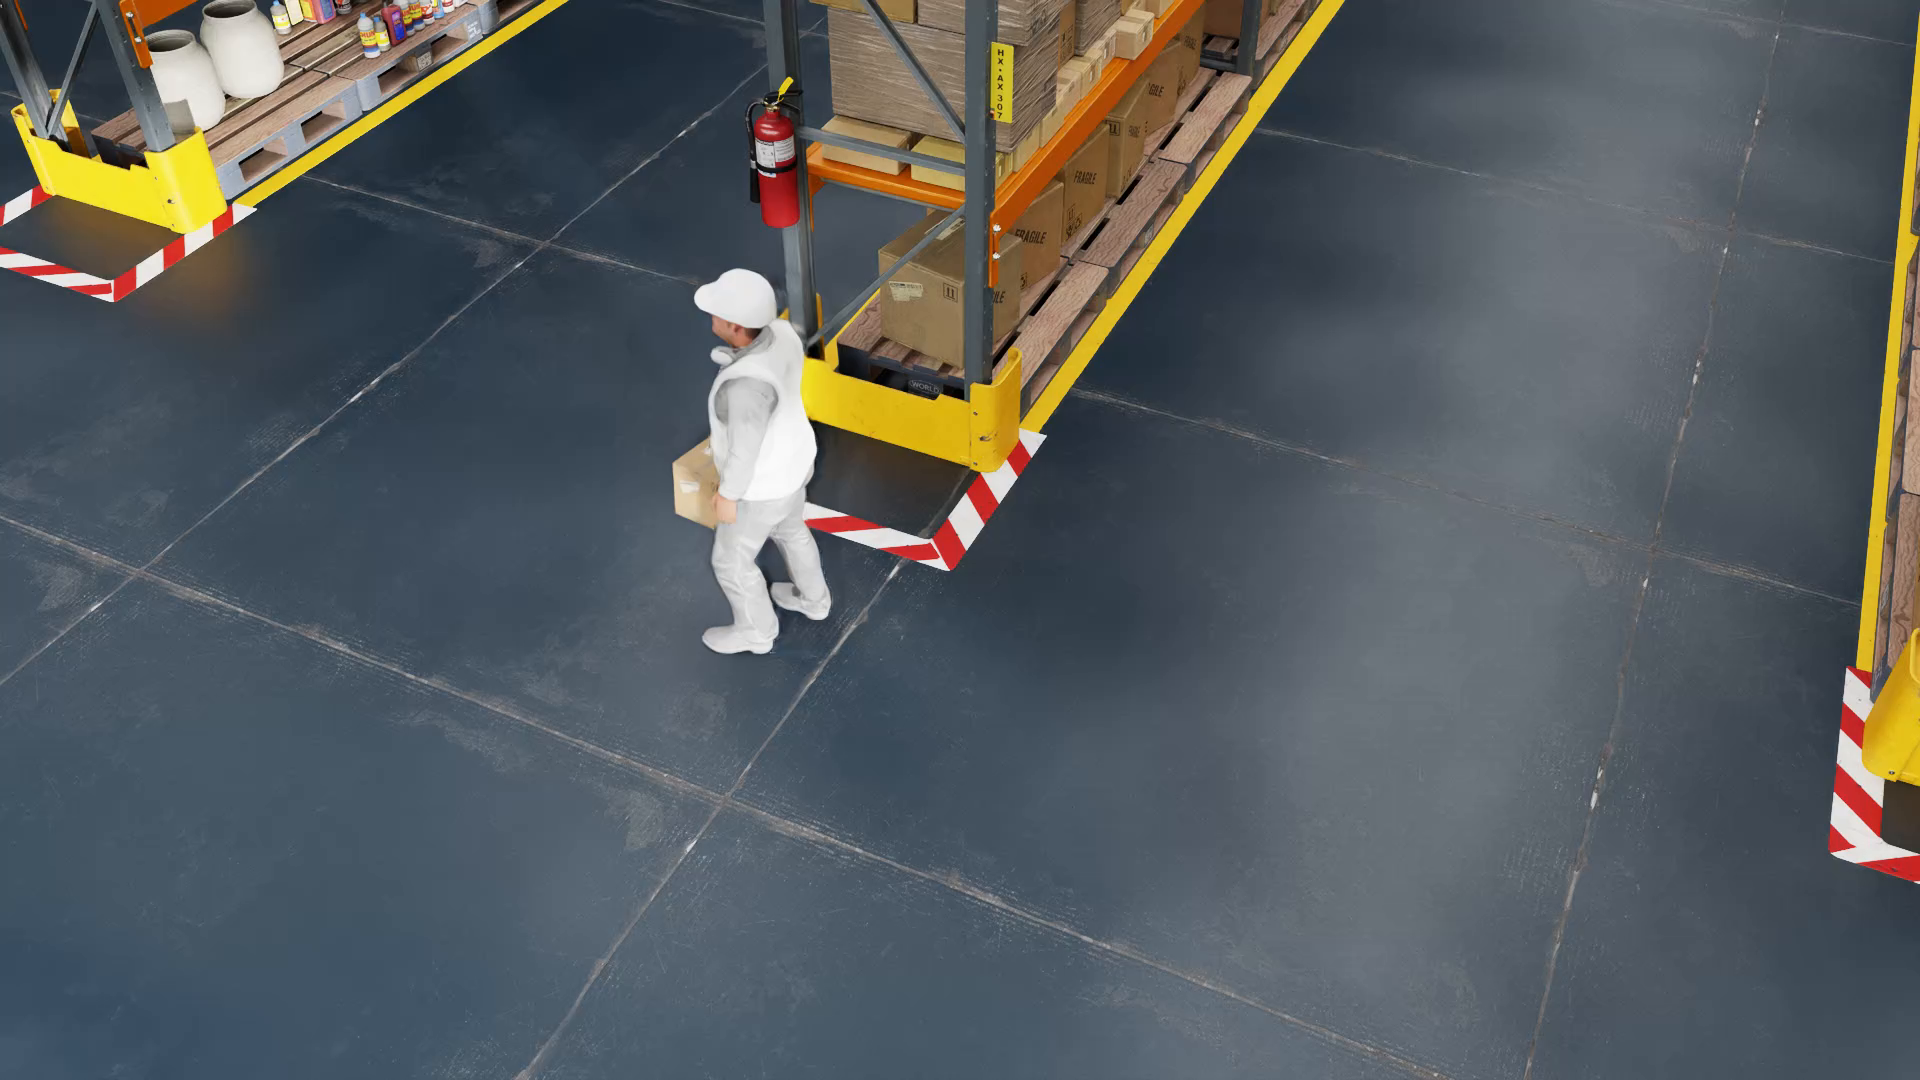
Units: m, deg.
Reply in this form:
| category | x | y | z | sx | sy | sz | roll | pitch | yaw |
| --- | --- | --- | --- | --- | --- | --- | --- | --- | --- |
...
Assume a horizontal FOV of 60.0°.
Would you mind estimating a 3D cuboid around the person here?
| category | x | y | z | sx | sy | sz | roll | pitch | yaw |
| --- | --- | --- | --- | --- | --- | --- | --- | --- | --- |
| person | -0.808 | -0.291 | 6.470 | 0.490 | 1.769 | 0.602 | 10 | 43 | 11 |
